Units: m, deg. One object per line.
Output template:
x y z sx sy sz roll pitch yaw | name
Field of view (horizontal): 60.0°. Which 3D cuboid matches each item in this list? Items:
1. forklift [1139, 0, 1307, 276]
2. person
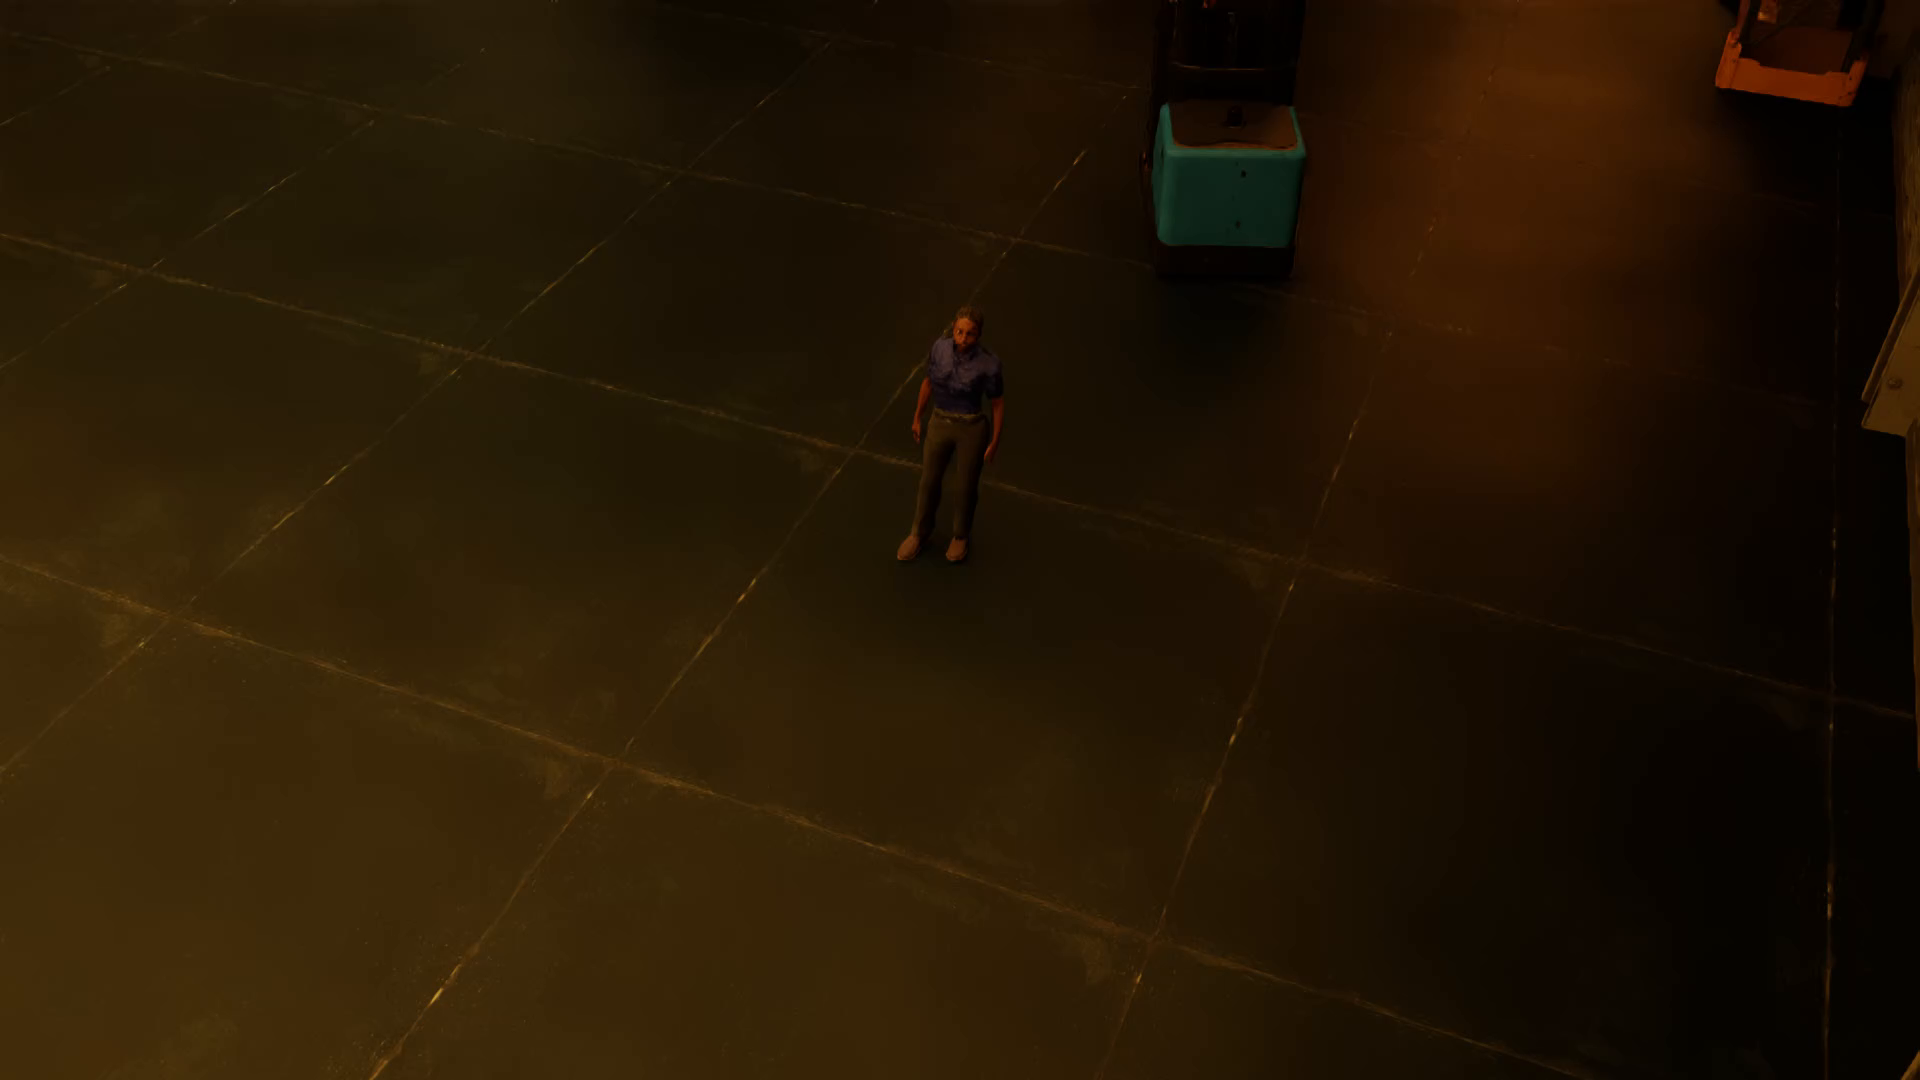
2.059 -4.049 12.843 1.130 2.935 3.031 2 40 2 | forklift
-0.052 -0.592 9.698 0.570 1.654 0.503 15 42 17 | person
